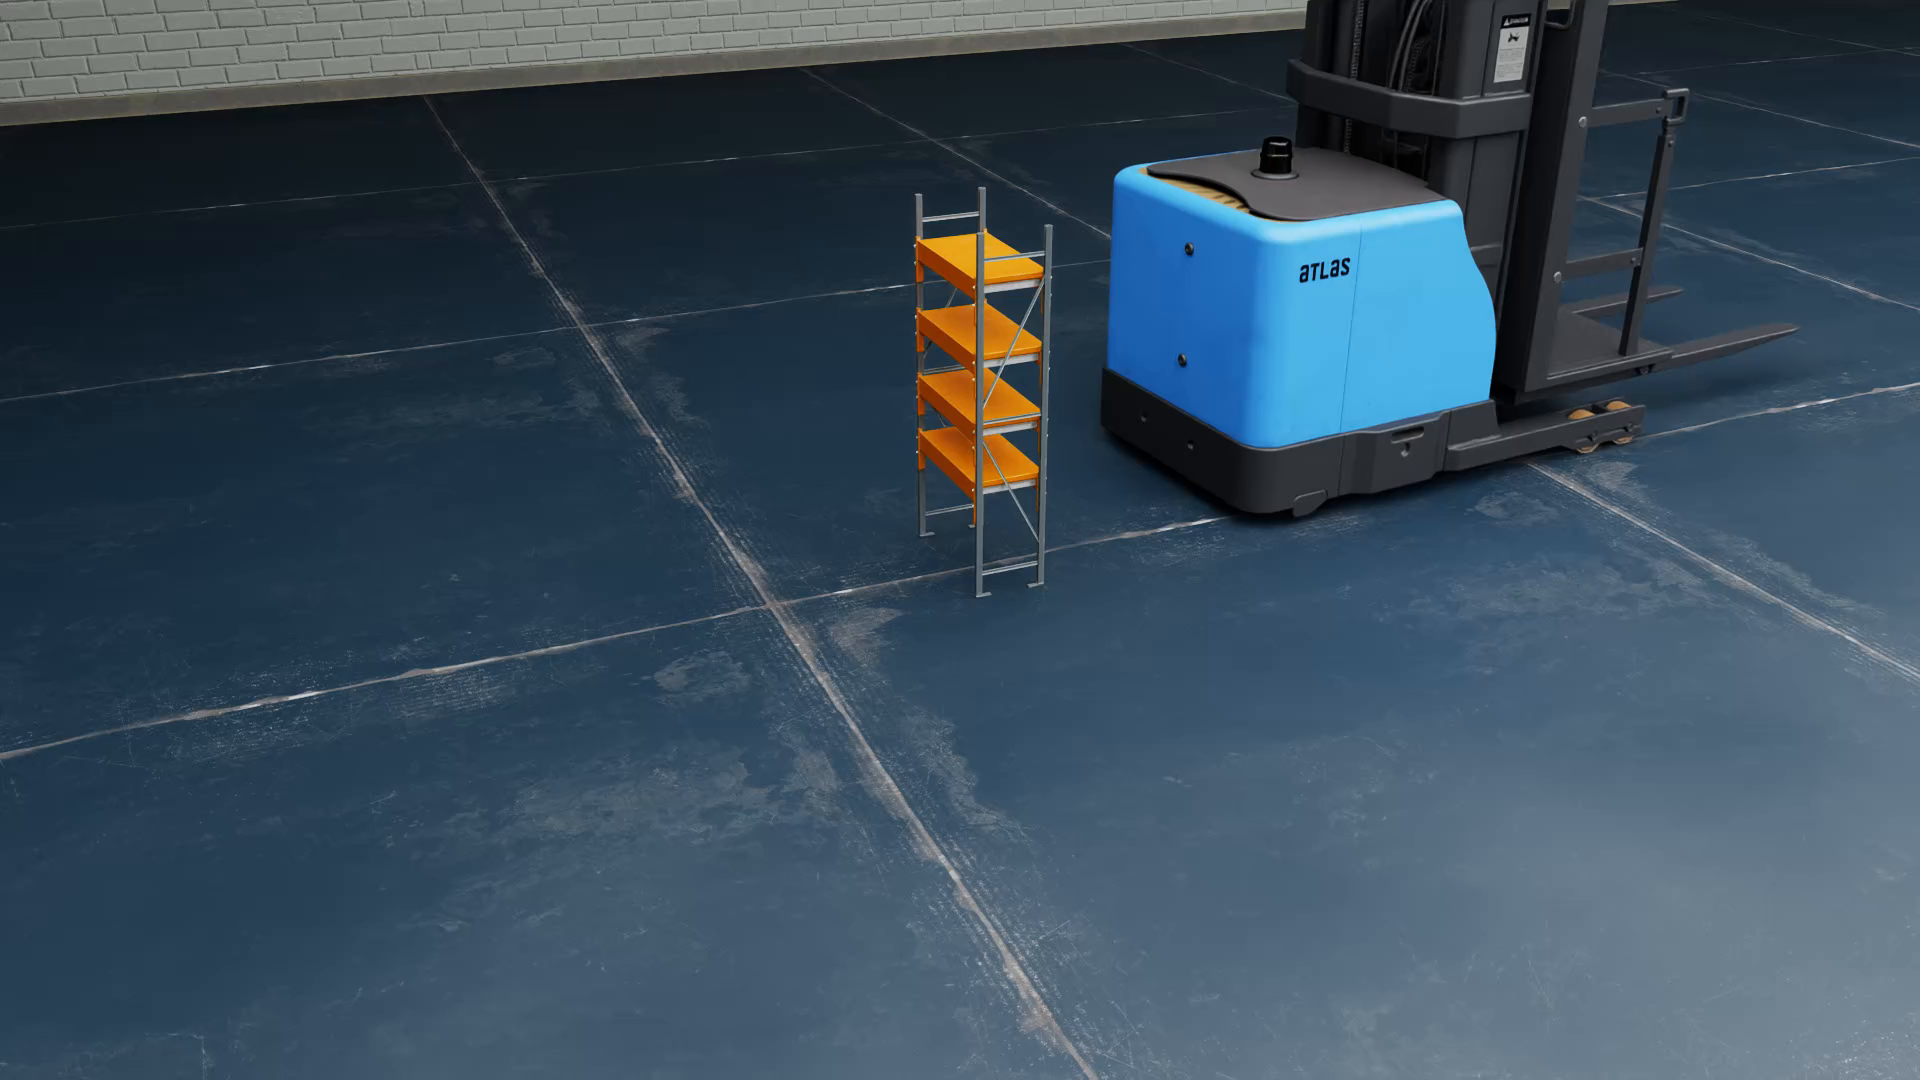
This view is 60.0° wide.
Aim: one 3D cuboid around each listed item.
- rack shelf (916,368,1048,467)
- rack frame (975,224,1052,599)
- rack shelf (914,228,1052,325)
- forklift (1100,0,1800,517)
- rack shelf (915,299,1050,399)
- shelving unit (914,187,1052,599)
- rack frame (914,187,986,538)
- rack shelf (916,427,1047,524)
[{"bbox_3d":[0.065,-0.412,5.379,0.258,0.148,0.480,-11,28,-21],"label":"rack shelf"},{"bbox_3d":[0.160,-0.374,5.148,0.240,1.200,0.015,-11,28,-21],"label":"rack frame"},{"bbox_3d":[0.065,-0.825,5.177,0.258,0.148,0.480,-11,28,-21],"label":"rack shelf"},{"bbox_3d":[2.097,-1.842,6.182,3.031,2.935,1.130,-13,29,-25],"label":"forklift"},{"bbox_3d":[0.065,-0.613,5.281,0.258,0.148,0.480,-11,28,-21],"label":"rack shelf"},{"bbox_3d":[0.065,-0.472,5.350,0.258,1.200,0.503,-11,28,-21],"label":"shelving unit"},{"bbox_3d":[-0.031,-0.571,5.552,0.240,1.200,0.015,-11,28,-21],"label":"rack frame"},{"bbox_3d":[0.065,-0.233,5.467,0.258,0.148,0.480,-11,28,-21],"label":"rack shelf"}]
